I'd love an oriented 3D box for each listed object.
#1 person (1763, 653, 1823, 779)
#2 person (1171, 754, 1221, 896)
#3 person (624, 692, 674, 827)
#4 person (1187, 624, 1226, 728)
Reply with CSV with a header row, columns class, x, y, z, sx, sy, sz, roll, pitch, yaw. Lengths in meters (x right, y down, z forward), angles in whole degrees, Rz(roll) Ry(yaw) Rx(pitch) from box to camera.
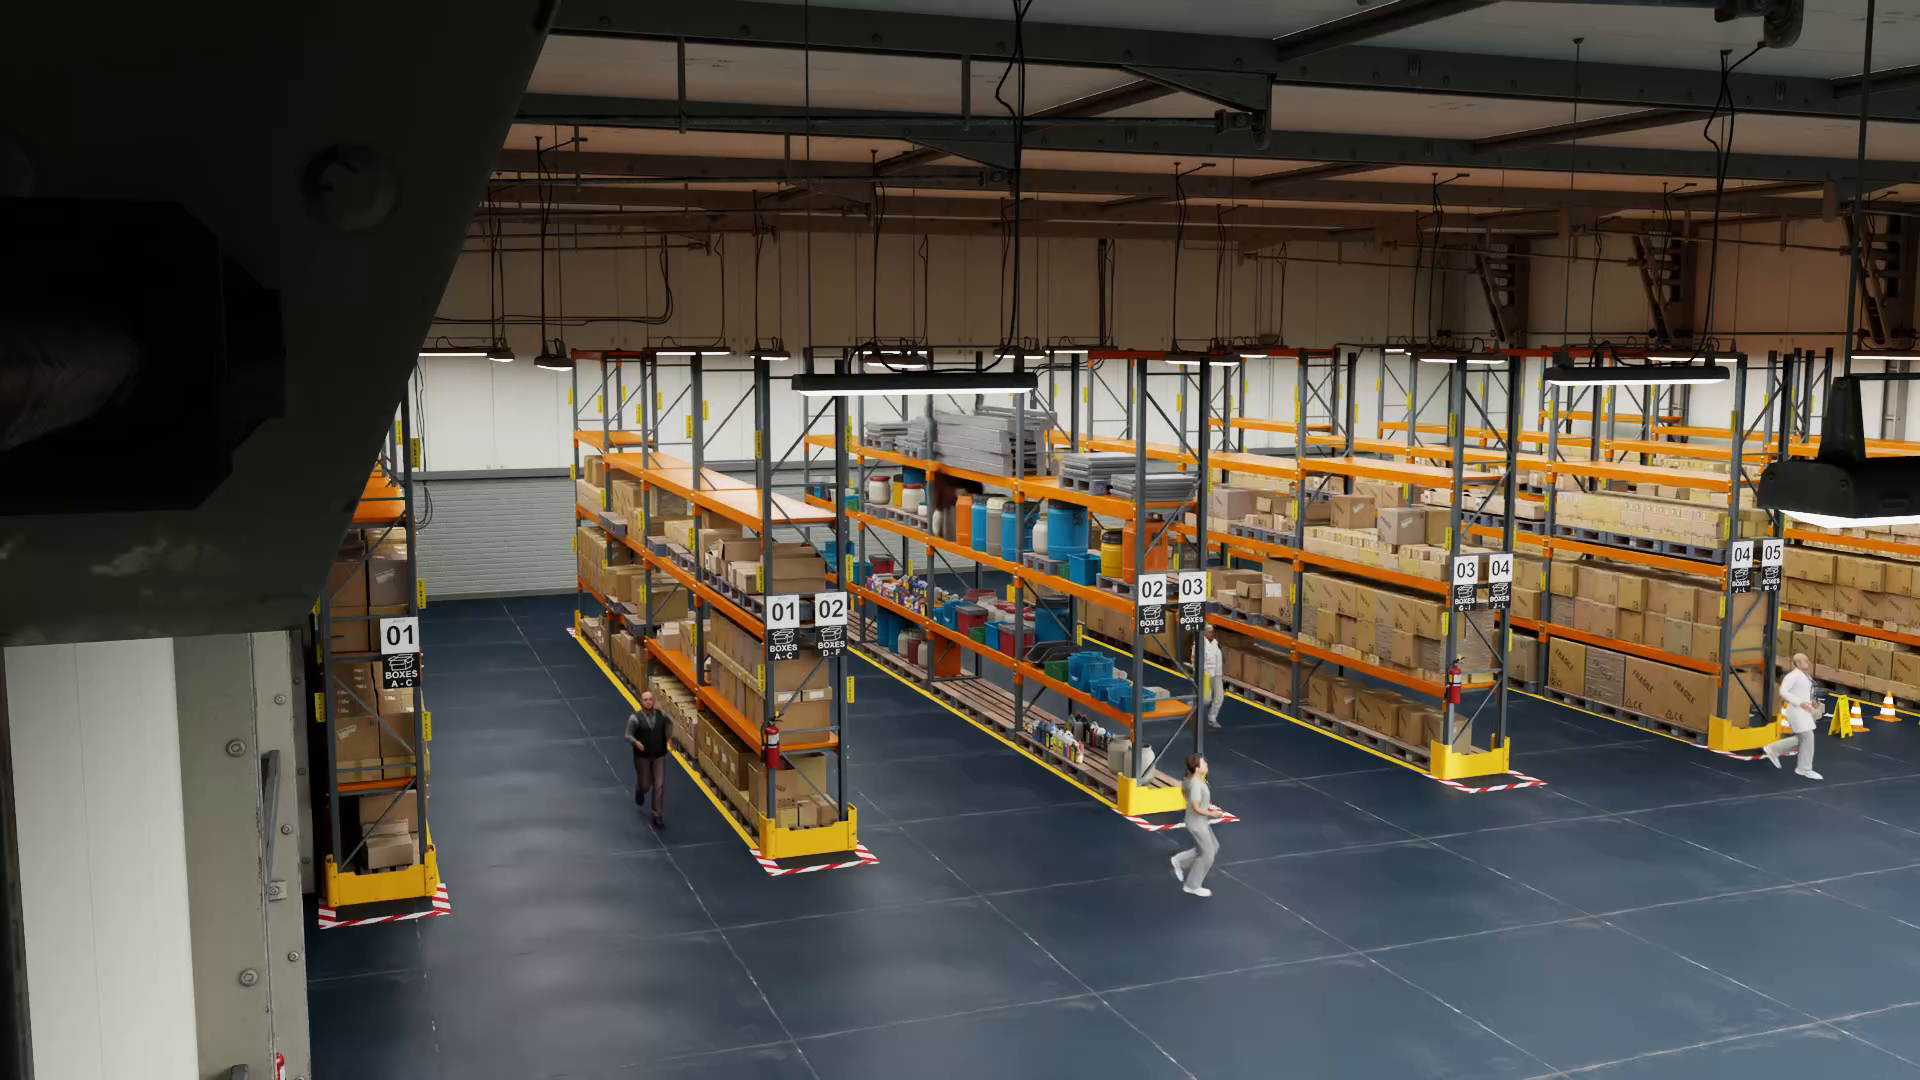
class,x,y,z,sx,sy,sz,roll,pitch,yaw
person,12.021,2.615,23.926,0.822,1.585,0.763,6,10,42
person,2.667,3.203,18.753,0.550,1.627,0.614,0,7,-1
person,-4.011,2.812,21.594,0.675,1.686,0.971,-3,8,-21
person,3.952,2.150,26.568,0.612,1.634,0.663,-4,8,-31
